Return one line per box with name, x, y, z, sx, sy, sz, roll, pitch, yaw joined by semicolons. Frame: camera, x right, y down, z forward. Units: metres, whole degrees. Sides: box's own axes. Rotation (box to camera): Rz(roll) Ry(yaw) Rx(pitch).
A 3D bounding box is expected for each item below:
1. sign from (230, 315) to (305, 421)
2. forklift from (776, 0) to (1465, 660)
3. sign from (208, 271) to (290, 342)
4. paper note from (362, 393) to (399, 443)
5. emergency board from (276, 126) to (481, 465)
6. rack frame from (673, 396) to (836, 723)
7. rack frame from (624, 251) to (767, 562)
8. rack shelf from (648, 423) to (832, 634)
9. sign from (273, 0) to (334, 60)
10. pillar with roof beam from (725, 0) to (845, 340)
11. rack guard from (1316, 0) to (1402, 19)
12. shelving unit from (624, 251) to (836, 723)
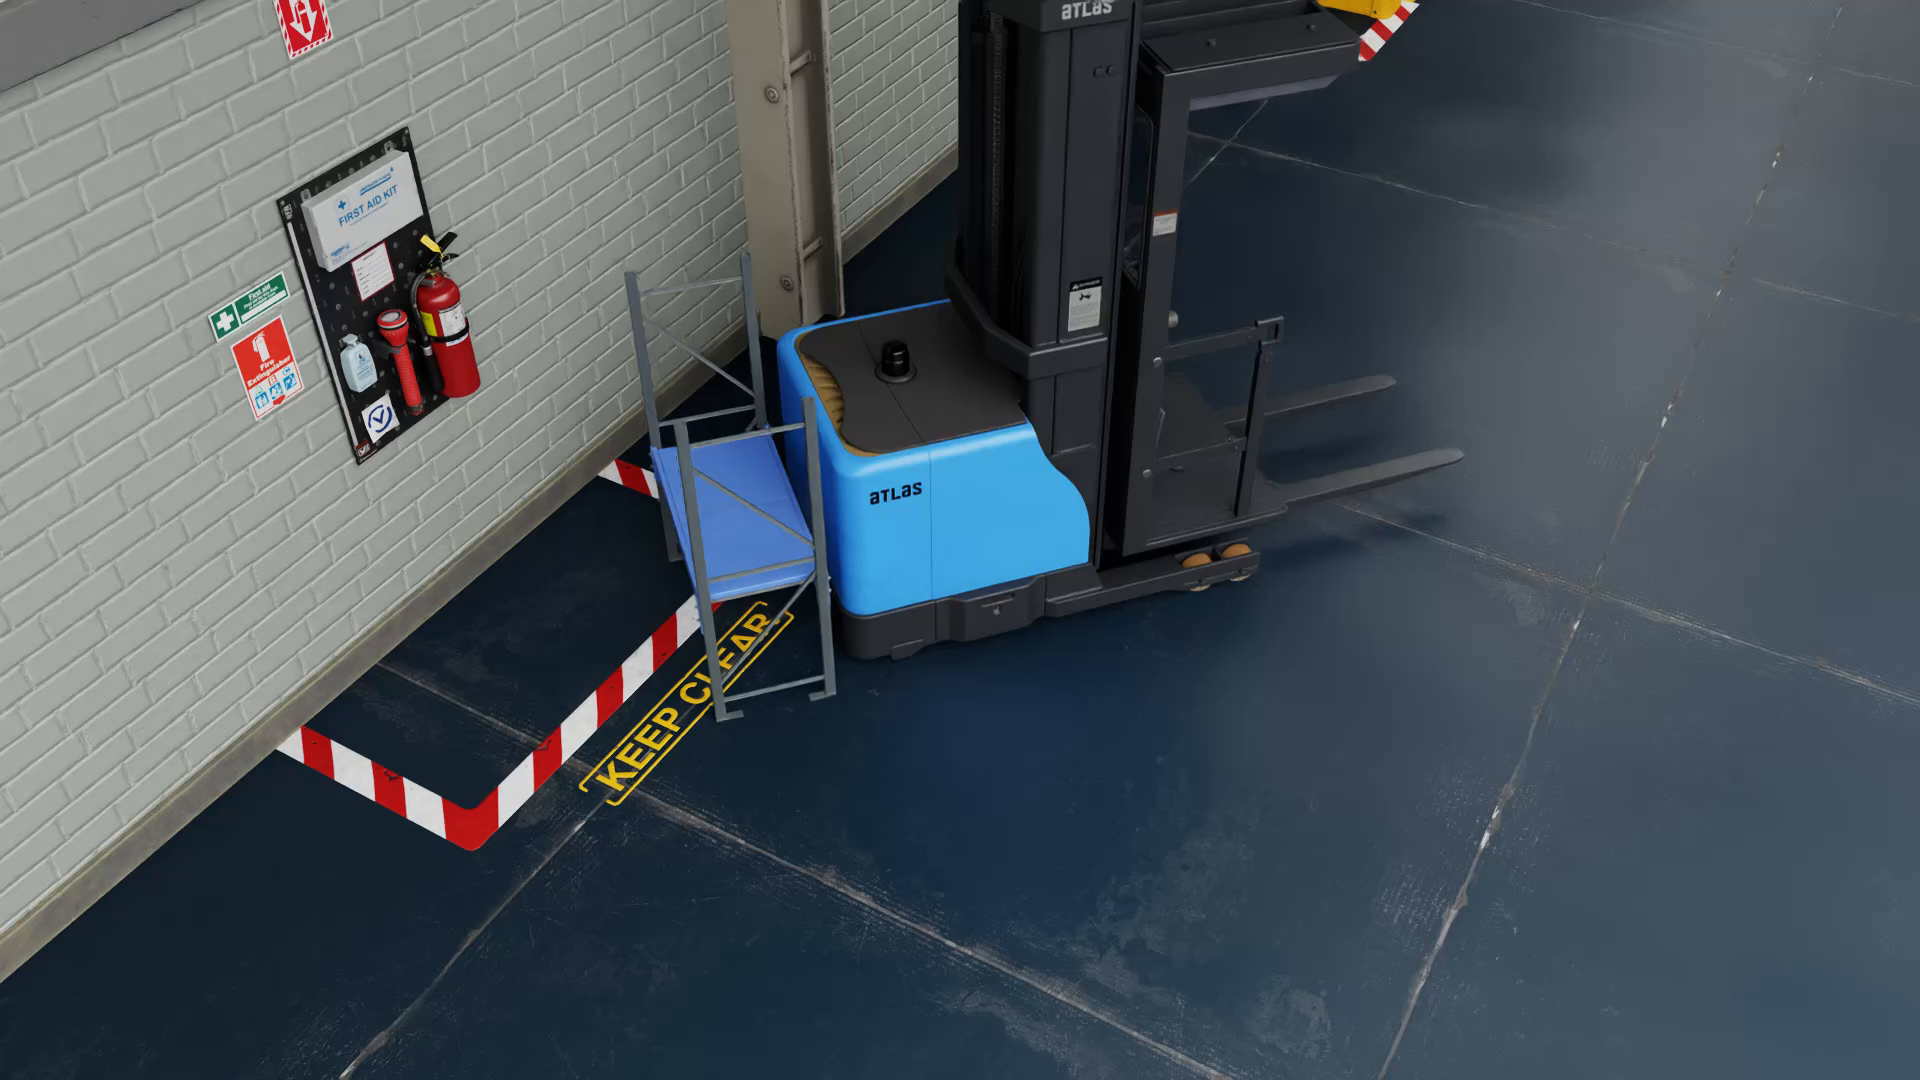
sign;-2.483;-0.617;5.970;0.001;0.329;0.234;21;45;22
forklift;0.794;-1.192;6.701;3.031;2.935;1.130;-13;43;-15
sign;-2.473;-0.816;5.794;0.001;0.109;0.331;21;45;22
paper note;-2.265;-0.477;6.504;0.016;0.148;0.142;21;45;22
emergency board;-2.117;-0.886;6.302;0.194;1.169;0.643;21;45;22
rack frame;-0.751;0.115;6.300;0.500;1.500;0.032;-12;43;-14
rack frame;-1.069;-0.523;7.025;0.500;1.500;0.032;-12;43;-14
rack shelf;-0.910;-0.069;6.781;0.538;0.185;1.000;-12;43;-14
sign;-2.207;-1.784;5.568;0.001;0.298;0.199;21;45;22
pillar with roof beam;2.880;-3.115;4.294;9.100;9.000;0.400;21;45;22
rack guard;2.592;-4.139;11.888;1.175;0.500;0.348;21;45;22
shelving unit;-0.910;-0.204;6.662;0.538;1.500;1.048;-12;43;-14
